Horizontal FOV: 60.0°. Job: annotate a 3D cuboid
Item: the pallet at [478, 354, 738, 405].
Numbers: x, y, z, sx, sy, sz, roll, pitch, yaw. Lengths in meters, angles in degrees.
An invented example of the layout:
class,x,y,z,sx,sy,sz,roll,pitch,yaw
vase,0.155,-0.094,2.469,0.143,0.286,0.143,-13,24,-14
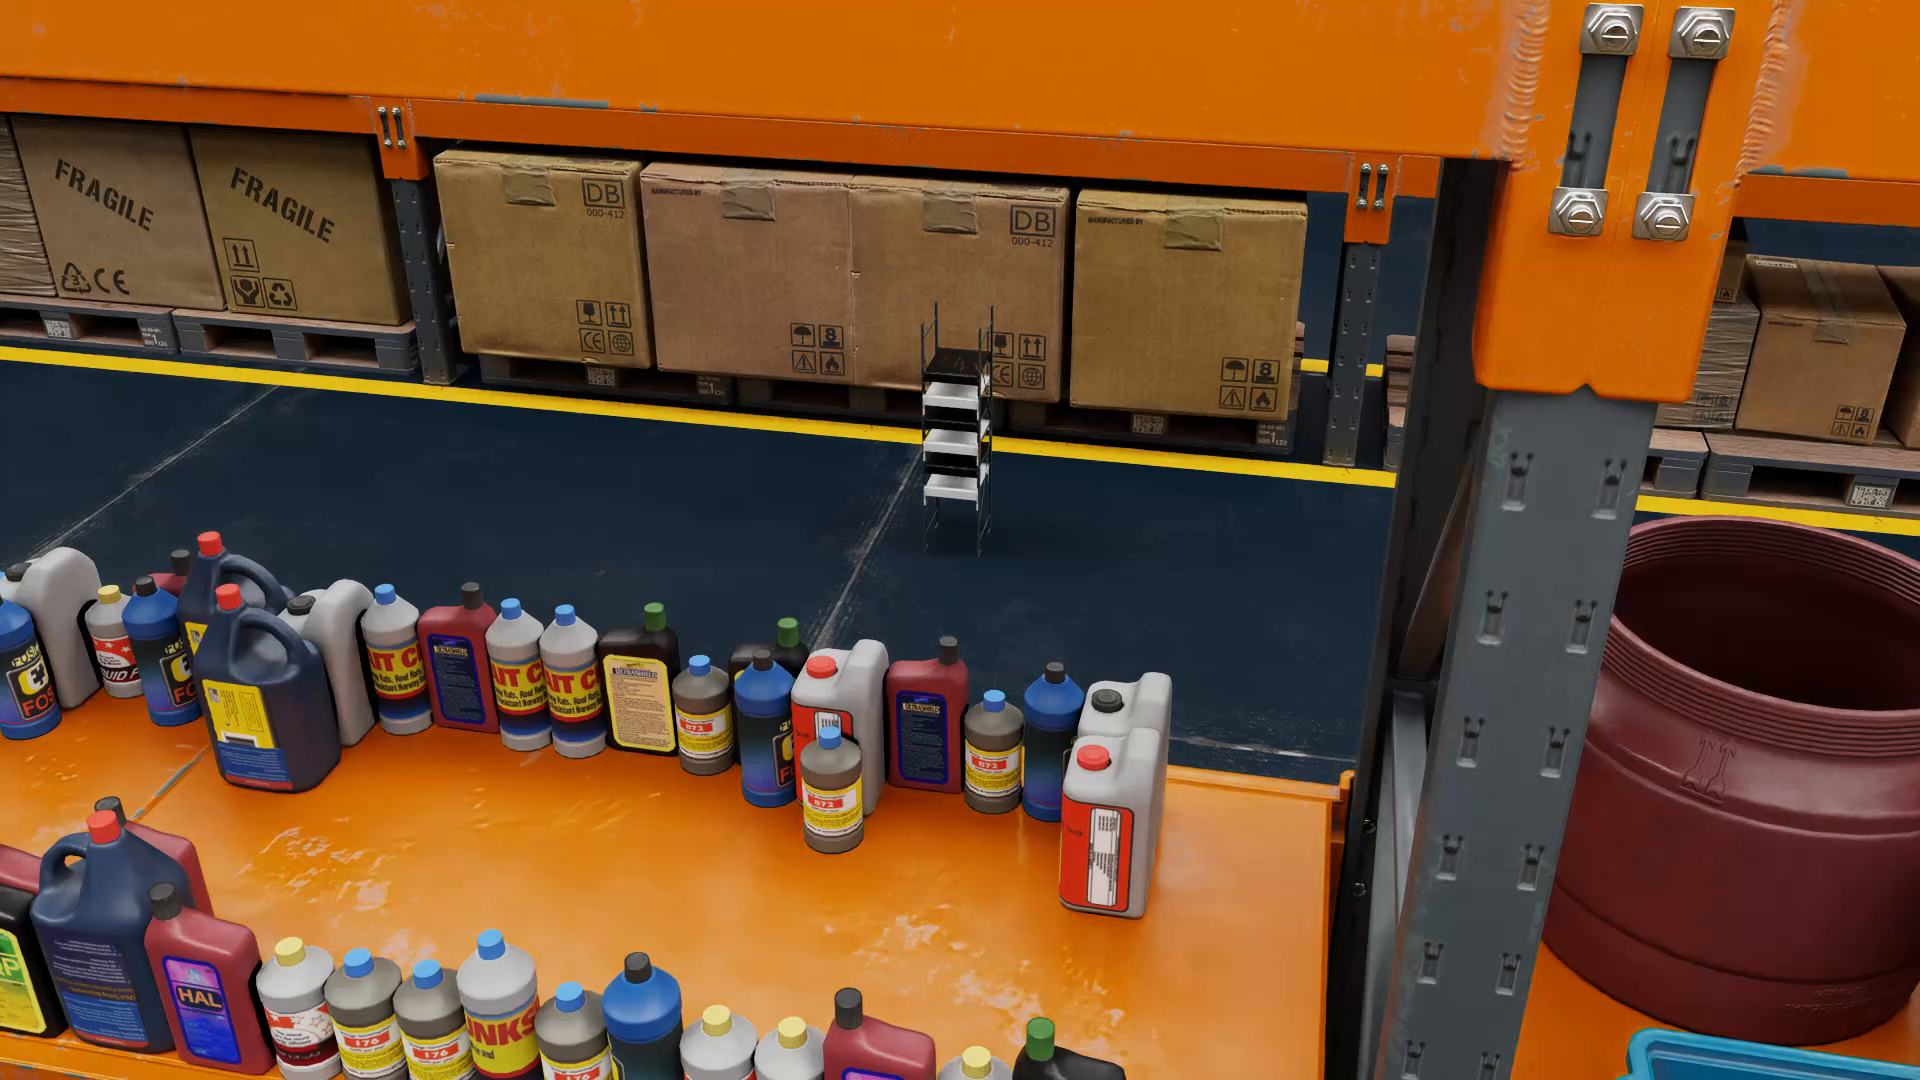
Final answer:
class,x,y,z,sx,sy,sz,roll,pitch,yaw
pallet,-1.494,-0.982,7.823,1.213,0.211,1.003,6,29,11

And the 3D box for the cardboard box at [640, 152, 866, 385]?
class,x,y,z,sx,sy,sz,roll,pitch,yaw
cardboard box,-0.760,-1.355,7.377,0.875,0.875,1.225,5,29,9

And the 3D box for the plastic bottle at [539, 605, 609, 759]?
class,x,y,z,sx,sy,sz,roll,pitch,yaw
plastic bottle,-0.658,0.234,2.832,0.097,0.271,0.097,0,29,0

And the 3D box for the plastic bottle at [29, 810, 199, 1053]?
class,x,y,z,sx,sy,sz,roll,pitch,yaw
plastic bottle,-1.136,0.512,2.243,0.185,0.351,0.144,6,29,11

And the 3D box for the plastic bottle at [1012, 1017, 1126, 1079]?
class,x,y,z,sx,sy,sz,roll,pitch,yaw
plastic bottle,0.129,0.691,1.985,0.133,0.283,0.061,6,29,11

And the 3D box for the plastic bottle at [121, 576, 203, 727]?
class,x,y,z,sx,sy,sz,roll,pitch,yaw
plastic bottle,-1.399,0.188,2.917,0.097,0.271,0.097,0,29,0

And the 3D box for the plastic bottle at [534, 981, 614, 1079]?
class,x,y,z,sx,sy,sz,roll,pitch,yaw
plastic bottle,-0.491,0.655,2.137,0.097,0.201,0.097,0,29,0

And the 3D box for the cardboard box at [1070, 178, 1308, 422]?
class,x,y,z,sx,sy,sz,roll,pitch,yaw
cardboard box,0.977,-1.177,7.051,0.875,0.875,1.225,5,29,8

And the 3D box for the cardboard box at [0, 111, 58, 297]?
class,x,y,z,sx,sy,sz,roll,pitch,yaw
cardboard box,-4.643,-1.782,8.157,0.875,0.875,0.875,6,29,11

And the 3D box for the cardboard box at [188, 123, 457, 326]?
class,x,y,z,sx,sy,sz,roll,pitch,yaw
cardboard box,-2.893,-1.603,7.829,0.875,0.875,0.875,6,29,11

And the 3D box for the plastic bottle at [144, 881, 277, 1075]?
class,x,y,z,sx,sy,sz,roll,pitch,yaw
plastic bottle,-0.989,0.577,2.194,0.133,0.283,0.061,6,29,11

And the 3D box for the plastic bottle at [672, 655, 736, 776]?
class,x,y,z,sx,sy,sz,roll,pitch,yaw
plastic bottle,-0.433,0.288,2.807,0.097,0.201,0.097,0,29,0

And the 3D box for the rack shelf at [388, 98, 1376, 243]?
class,x,y,z,sx,sy,sz,roll,pitch,yaw
rack shelf,-0.308,-1.731,7.037,4.000,0.370,1.077,6,29,11

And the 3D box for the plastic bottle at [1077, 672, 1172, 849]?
class,x,y,z,sx,sy,sz,roll,pitch,yaw
plastic bottle,0.258,0.340,2.635,0.135,0.276,0.152,6,29,11

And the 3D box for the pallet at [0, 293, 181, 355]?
class,x,y,z,sx,sy,sz,roll,pitch,yaw
pallet,-4.188,-1.258,8.328,1.213,0.211,1.003,6,29,11

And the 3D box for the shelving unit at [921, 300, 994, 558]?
class,x,y,z,sx,sy,sz,roll,pitch,yaw
shelving unit,-0.008,-0.396,6.035,0.210,0.900,0.258,6,29,11

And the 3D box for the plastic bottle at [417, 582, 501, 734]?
class,x,y,z,sx,sy,sz,roll,pitch,yaw
plastic bottle,-0.863,0.199,2.884,0.133,0.283,0.061,6,29,11

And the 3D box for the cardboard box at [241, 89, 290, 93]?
class,x,y,z,sx,sy,sz,roll,pitch,yaw
cardboard box,-2.883,-2.039,7.112,0.250,0.149,0.380,6,29,12

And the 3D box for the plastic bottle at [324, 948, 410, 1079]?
class,x,y,z,sx,sy,sz,roll,pitch,yaw
plastic bottle,-0.777,0.626,2.191,0.097,0.201,0.097,0,29,0

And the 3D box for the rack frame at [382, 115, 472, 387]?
class,x,y,z,sx,sy,sz,roll,pitch,yaw
rack frame,-2.264,-2.247,7.230,0.127,3.000,1.000,6,29,11

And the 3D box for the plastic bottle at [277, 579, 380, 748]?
class,x,y,z,sx,sy,sz,roll,pitch,yaw
plastic bottle,-1.098,0.201,2.889,0.135,0.276,0.152,6,29,11

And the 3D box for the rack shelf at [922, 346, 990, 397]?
class,x,y,z,sx,sy,sz,roll,pitch,yaw
rack shelf,-0.008,-0.603,5.922,0.200,0.077,0.258,6,29,11

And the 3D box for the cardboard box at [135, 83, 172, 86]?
class,x,y,z,sx,sy,sz,roll,pitch,yaw
cardboard box,-3.385,-2.091,7.207,0.250,0.149,0.380,6,29,12

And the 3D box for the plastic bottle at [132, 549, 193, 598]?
class,x,y,z,sx,sy,sz,roll,pitch,yaw
plastic bottle,-1.401,0.144,2.985,0.133,0.283,0.061,6,29,11

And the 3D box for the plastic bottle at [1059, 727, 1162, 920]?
class,x,y,z,sx,sy,sz,roll,pitch,yaw
plastic bottle,0.226,0.411,2.505,0.135,0.276,0.152,6,29,11

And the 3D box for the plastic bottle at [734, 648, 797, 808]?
class,x,y,z,sx,sy,sz,roll,pitch,yaw
plastic bottle,-0.315,0.299,2.714,0.097,0.271,0.097,0,29,0

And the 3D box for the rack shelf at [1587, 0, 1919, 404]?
class,x,y,z,sx,sy,sz,roll,pitch,yaw
rack shelf,2.570,-0.319,1.335,4.000,0.370,1.077,6,29,11

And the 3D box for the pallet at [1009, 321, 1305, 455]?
class,x,y,z,sx,sy,sz,roll,pitch,yaw
pallet,0.893,-0.737,7.376,1.213,0.211,1.003,6,29,11

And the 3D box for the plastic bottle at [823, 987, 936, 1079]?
class,x,y,z,sx,sy,sz,roll,pitch,yaw
plastic bottle,-0.097,0.668,2.027,0.133,0.283,0.061,6,29,11

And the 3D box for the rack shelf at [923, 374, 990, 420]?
class,x,y,z,sx,sy,sz,roll,pitch,yaw
rack shelf,-0.008,-0.524,5.965,0.200,0.077,0.258,6,29,11

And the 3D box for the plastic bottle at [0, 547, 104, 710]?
class,x,y,z,sx,sy,sz,roll,pitch,yaw
plastic bottle,-1.636,0.145,2.990,0.135,0.276,0.152,6,29,11

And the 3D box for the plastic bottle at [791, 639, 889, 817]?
class,x,y,z,sx,sy,sz,roll,pitch,yaw
plastic bottle,-0.194,0.293,2.720,0.135,0.276,0.152,6,29,11

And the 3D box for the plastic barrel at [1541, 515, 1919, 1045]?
class,x,y,z,sx,sy,sz,roll,pitch,yaw
plastic barrel,1.131,0.325,2.391,0.708,0.536,0.600,6,29,11

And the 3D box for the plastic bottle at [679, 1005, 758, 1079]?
class,x,y,z,sx,sy,sz,roll,pitch,yaw
plastic bottle,-0.301,0.674,2.102,0.097,0.201,0.097,0,29,0

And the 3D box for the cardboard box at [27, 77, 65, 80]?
class,x,y,z,sx,sy,sz,roll,pitch,yaw
cardboard box,-3.887,-2.142,7.300,0.250,0.149,0.380,5,29,10

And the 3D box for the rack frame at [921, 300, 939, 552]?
class,x,y,z,sx,sy,sz,roll,pitch,yaw
rack frame,-0.107,-0.406,6.054,0.006,0.900,0.240,6,29,11

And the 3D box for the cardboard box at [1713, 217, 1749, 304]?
class,x,y,z,sx,sy,sz,roll,pitch,yaw
cardboard box,2.830,-1.170,6.627,0.500,0.250,0.500,9,30,16

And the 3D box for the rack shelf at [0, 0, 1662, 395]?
class,x,y,z,sx,sy,sz,roll,pitch,yaw
rack shelf,-1.342,-0.720,2.068,4.000,0.370,1.077,6,29,11

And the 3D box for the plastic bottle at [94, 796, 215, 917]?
class,x,y,z,sx,sy,sz,roll,pitch,yaw
plastic bottle,-1.139,0.491,2.352,0.133,0.283,0.061,6,29,11

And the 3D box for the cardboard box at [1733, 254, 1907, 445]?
class,x,y,z,sx,sy,sz,roll,pitch,yaw
cardboard box,3.408,-0.781,6.698,0.500,0.500,0.700,8,30,15

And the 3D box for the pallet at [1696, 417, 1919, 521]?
class,x,y,z,sx,sy,sz,roll,pitch,yaw
pallet,3.601,-0.420,6.797,1.213,0.211,1.003,6,29,11

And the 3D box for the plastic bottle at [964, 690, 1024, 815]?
class,x,y,z,sx,sy,sz,roll,pitch,yaw
plastic bottle,0.055,0.338,2.716,0.097,0.201,0.097,0,29,0

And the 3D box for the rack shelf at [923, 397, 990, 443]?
class,x,y,z,sx,sy,sz,roll,pitch,yaw
rack shelf,-0.008,-0.445,6.008,0.200,0.077,0.258,6,29,11
